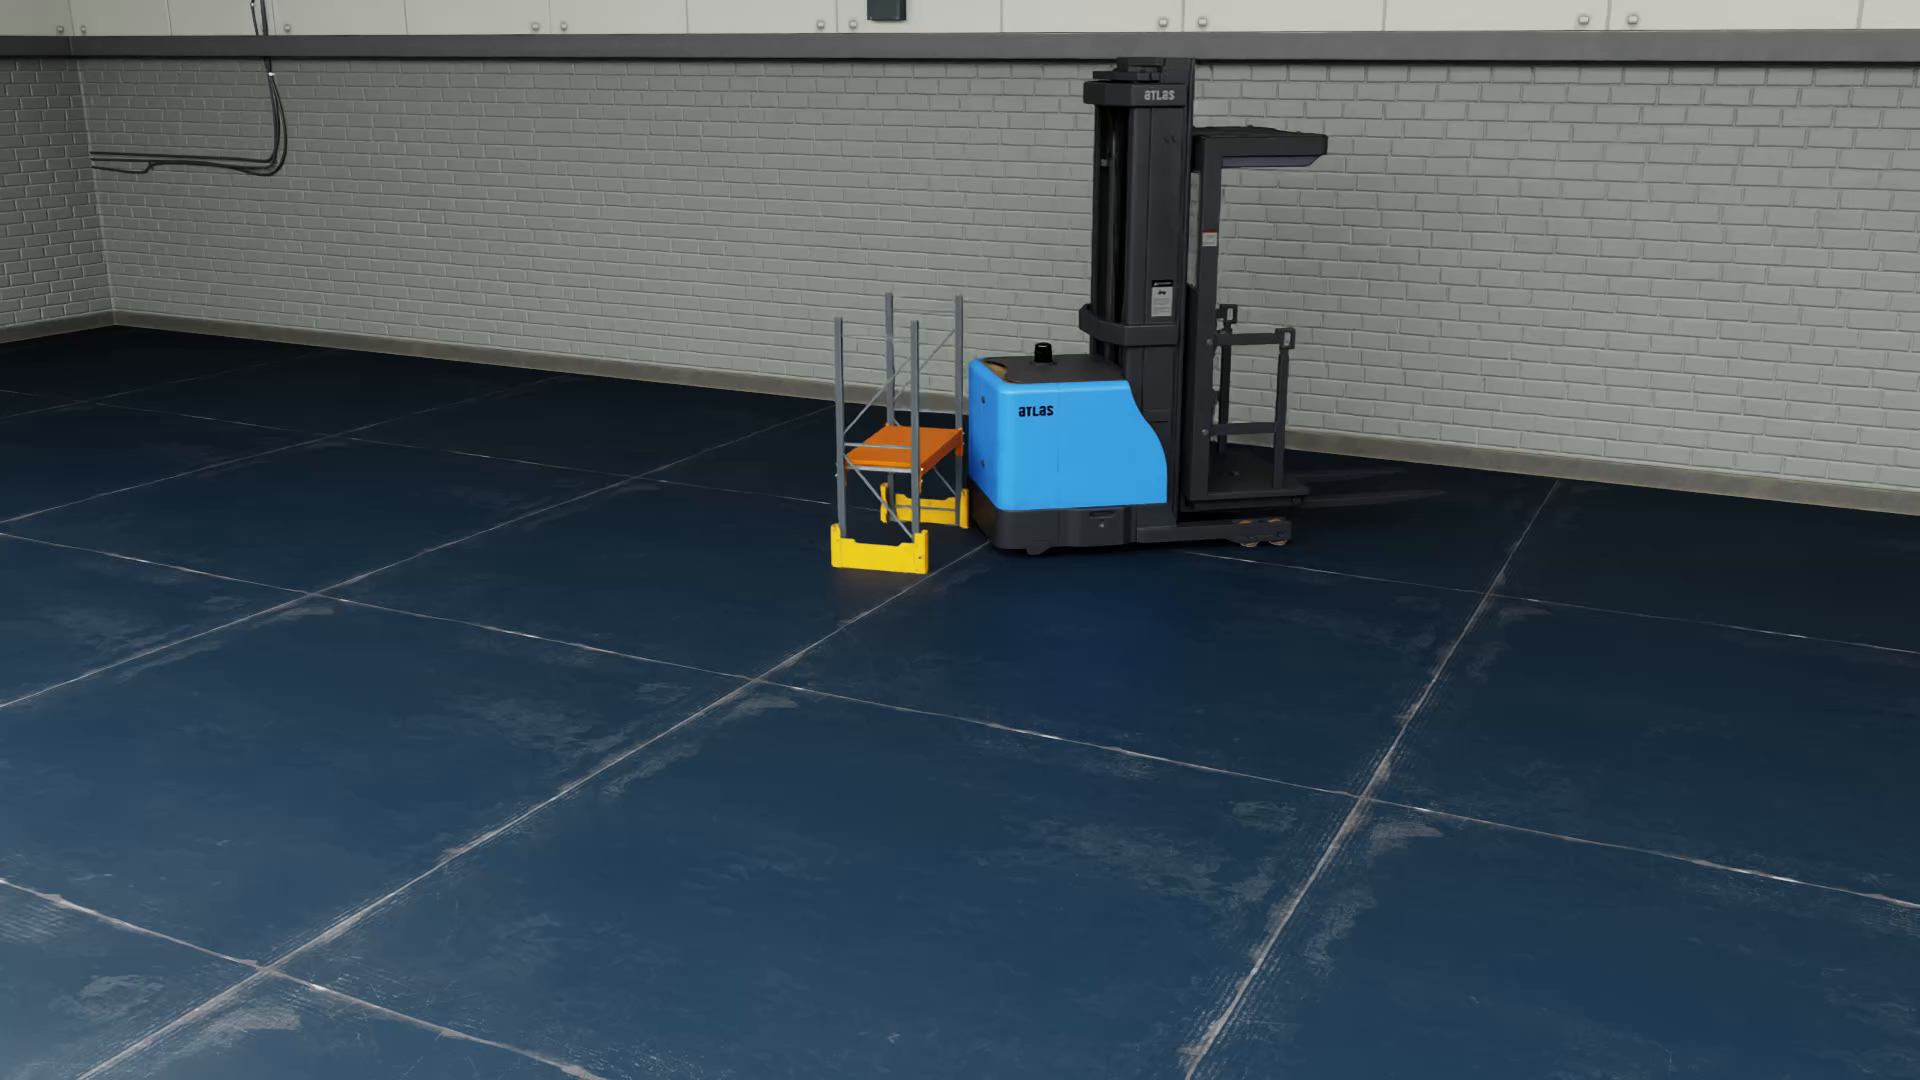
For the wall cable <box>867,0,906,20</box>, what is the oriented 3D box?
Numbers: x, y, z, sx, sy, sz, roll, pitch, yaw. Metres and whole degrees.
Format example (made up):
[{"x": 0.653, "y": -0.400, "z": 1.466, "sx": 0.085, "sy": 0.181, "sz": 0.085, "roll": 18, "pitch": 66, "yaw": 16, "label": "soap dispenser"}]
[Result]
[{"x": 0.295, "y": -6.955, "z": 12.164, "sx": 2.305, "sy": 6.003, "sz": 0.169, "roll": 8, "pitch": 18, "yaw": 25, "label": "wall cable"}]

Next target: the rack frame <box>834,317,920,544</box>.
[{"x": -0.480, "y": -0.547, "z": 9.731, "sx": 0.500, "sy": 1.500, "sz": 0.032, "roll": 4, "pitch": 17, "yaw": 14, "label": "rack frame"}]

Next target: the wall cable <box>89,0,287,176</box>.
[{"x": -8.191, "y": -5.048, "z": 17.171, "sx": 3.097, "sy": 2.526, "sz": 0.112, "roll": 8, "pitch": 18, "yaw": 25, "label": "wall cable"}]

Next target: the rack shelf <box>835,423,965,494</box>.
[{"x": -0.353, "y": -0.515, "z": 10.254, "sx": 0.538, "sy": 0.185, "sz": 1.000, "roll": 4, "pitch": 17, "yaw": 14, "label": "rack shelf"}]

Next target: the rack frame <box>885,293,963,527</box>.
[{"x": -0.227, "y": -0.827, "z": 10.675, "sx": 0.500, "sy": 1.500, "sz": 0.032, "roll": 4, "pitch": 17, "yaw": 14, "label": "rack frame"}]

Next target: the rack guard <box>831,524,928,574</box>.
[{"x": -0.480, "y": 0.052, "z": 9.910, "sx": 0.587, "sy": 0.250, "sz": 0.087, "roll": 4, "pitch": 17, "yaw": 14, "label": "rack guard"}]

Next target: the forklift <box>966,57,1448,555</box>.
[{"x": 1.611, "y": -1.503, "z": 10.437, "sx": 3.031, "sy": 2.935, "sz": 1.130, "roll": -3, "pitch": 17, "yaw": -11, "label": "forklift"}]

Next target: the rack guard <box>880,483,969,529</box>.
[{"x": -0.231, "y": -0.223, "z": 10.835, "sx": 0.587, "sy": 0.250, "sz": 0.087, "roll": 4, "pitch": 17, "yaw": 14, "label": "rack guard"}]

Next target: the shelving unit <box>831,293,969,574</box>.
[{"x": -0.356, "y": -0.684, "z": 10.195, "sx": 0.587, "sy": 1.500, "sz": 1.083, "roll": 4, "pitch": 17, "yaw": 14, "label": "shelving unit"}]
